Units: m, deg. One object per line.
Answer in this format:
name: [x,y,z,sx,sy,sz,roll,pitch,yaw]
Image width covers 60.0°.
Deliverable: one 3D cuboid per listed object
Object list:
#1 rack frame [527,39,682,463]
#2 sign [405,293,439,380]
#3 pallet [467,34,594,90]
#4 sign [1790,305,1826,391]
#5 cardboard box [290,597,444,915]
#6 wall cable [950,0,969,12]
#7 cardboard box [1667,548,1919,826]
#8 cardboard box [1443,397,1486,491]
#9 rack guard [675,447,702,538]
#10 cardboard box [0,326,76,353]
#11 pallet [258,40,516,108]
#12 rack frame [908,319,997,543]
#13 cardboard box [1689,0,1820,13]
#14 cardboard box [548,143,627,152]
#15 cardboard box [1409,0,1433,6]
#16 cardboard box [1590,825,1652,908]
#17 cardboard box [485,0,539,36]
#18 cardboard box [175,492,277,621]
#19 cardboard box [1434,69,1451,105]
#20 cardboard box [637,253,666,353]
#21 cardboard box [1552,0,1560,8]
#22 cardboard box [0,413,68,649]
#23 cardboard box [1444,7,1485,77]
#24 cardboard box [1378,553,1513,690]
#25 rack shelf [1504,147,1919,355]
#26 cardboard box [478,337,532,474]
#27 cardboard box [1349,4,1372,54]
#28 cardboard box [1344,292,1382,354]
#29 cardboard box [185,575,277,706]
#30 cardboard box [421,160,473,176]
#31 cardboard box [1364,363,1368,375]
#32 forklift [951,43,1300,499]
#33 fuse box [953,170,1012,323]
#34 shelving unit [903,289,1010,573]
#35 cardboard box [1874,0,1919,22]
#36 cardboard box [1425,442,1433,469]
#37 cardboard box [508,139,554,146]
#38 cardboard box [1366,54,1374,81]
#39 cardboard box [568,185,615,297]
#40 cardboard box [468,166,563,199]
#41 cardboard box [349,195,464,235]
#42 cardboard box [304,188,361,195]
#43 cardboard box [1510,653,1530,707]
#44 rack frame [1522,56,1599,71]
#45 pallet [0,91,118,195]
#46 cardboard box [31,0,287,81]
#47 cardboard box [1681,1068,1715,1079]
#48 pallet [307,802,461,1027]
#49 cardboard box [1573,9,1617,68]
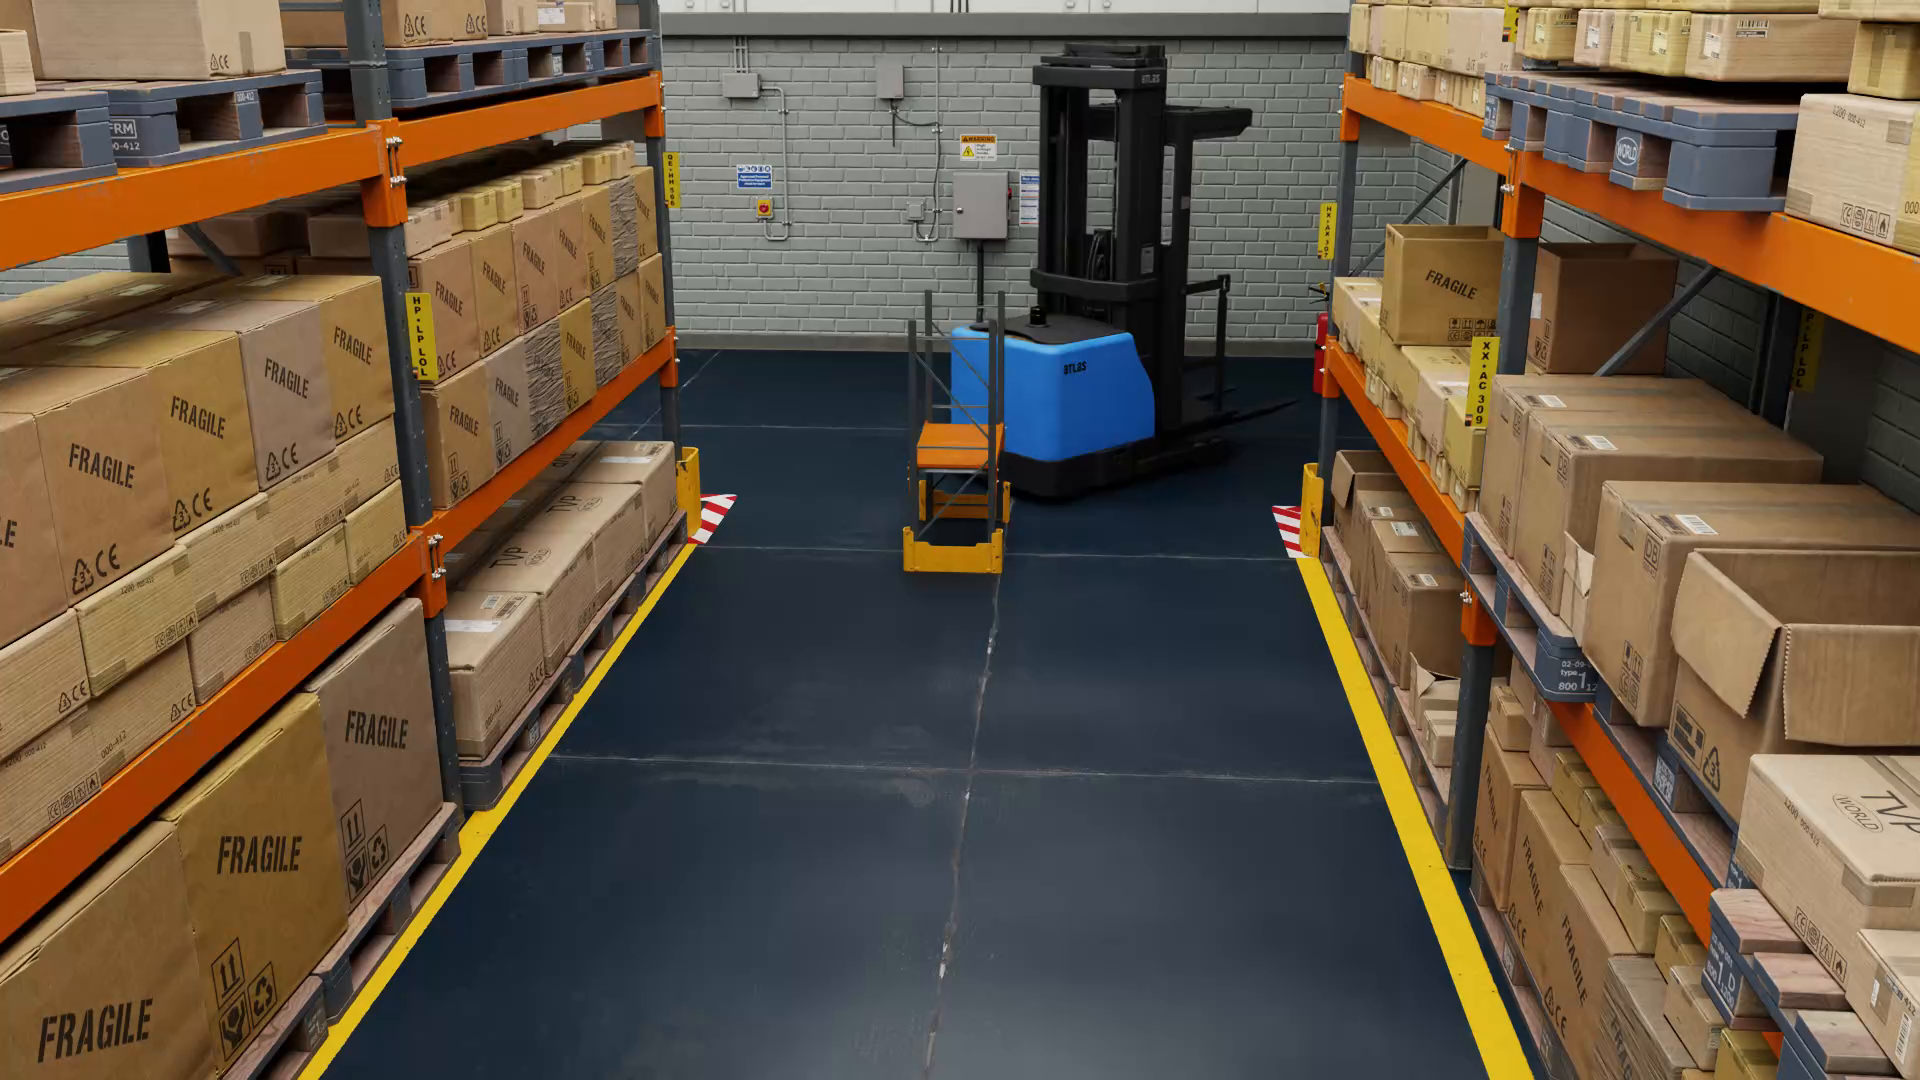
rack frame: [-2.257,-1.494,10.164,1.000,3.000,0.127,1,18,4]
sign: [-2.002,-0.755,6.177,0.100,0.325,0.005,1,18,4]
pallet: [-2.385,-2.266,7.847,1.003,0.211,1.213,1,18,4]
sign: [2.961,-0.681,5.823,0.100,0.325,0.005,1,18,4]
cardboard box: [-2.509,0.753,6.045,0.875,0.875,0.875,2,18,6]
wall cable: [1.395,-6.044,14.355,2.988,3.039,0.133,1,18,4]
cardboard box: [2.053,0.341,3.725,0.797,0.503,0.637,1,18,3]
cardboard box: [2.201,-0.375,6.514,0.500,0.250,0.500,2,18,5]
rack guard: [-2.255,-0.313,10.576,1.175,0.500,0.348,1,18,4]
cardboard box: [-2.909,-0.329,4.845,0.500,0.500,0.500,1,18,3]
pallet: [-2.475,-1.888,6.694,1.003,0.211,1.213,1,18,4]
rack frame: [-0.043,-0.528,9.627,0.500,1.500,0.032,1,18,4]
cardboard box: [1.897,-1.274,3.766,0.380,0.149,0.250,1,18,4]
cardboard box: [-2.077,-2.129,9.296,0.380,0.149,0.250,2,18,5]
cardboard box: [2.308,-2.512,7.416,0.500,0.250,0.500,2,18,5]
cardboard box: [2.105,0.974,4.932,0.380,0.149,0.250,1,18,4]
cardboard box: [-2.414,-2.660,8.215,0.500,0.311,0.500,2,18,5]
cardboard box: [-2.393,0.041,4.918,0.500,0.250,0.500,2,18,5]
cardboard box: [2.269,-1.962,7.180,0.380,0.149,0.250,1,18,4]
cardboard box: [-2.028,-1.385,9.673,0.500,0.500,0.500,1,18,4]
cardboard box: [2.000,-1.669,4.972,0.380,0.149,0.250,2,18,5]
cardboard box: [-2.473,0.006,3.821,0.500,0.500,0.500,2,18,5]
cardboard box: [2.219,-1.954,6.516,0.500,0.250,0.500,1,18,2]
cardboard box: [2.381,0.379,7.788,0.700,0.500,0.500,1,18,2]
rack shelf: [2.264,-0.604,3.787,1.077,0.370,4.000,1,18,4]
cardboard box: [-2.209,-0.595,7.261,0.500,0.500,0.500,1,18,4]
cardboard box: [2.390,-2.748,8.937,0.500,0.250,0.500,1,18,3]
cardboard box: [2.357,-1.163,8.917,0.500,0.250,0.500,1,18,5]
cardboard box: [-2.417,0.279,4.994,0.500,0.250,0.500,1,18,2]
cardboard box: [-2.666,-1.818,8.345,0.380,0.149,0.250,1,18,4]
cardboard box: [2.361,-0.929,8.845,0.380,0.149,0.250,2,18,6]
forklift: [1.343,-2.039,11.940,3.031,2.935,1.130,-16,24,-41]
fuse box: [0.209,-2.541,15.429,0.539,1.711,0.414,1,18,4]
shelving unit: [-0.005,-0.689,10.117,0.587,1.500,1.083,1,18,4]
cardboard box: [1.927,-1.022,3.031,0.380,0.149,0.250,1,18,3]
cardboard box: [2.216,-0.370,7.140,0.380,0.149,0.250,2,18,5]
cardboard box: [-2.559,-2.220,9.574,0.380,0.149,0.250,2,18,5]
cardboard box: [2.439,-2.596,9.115,0.380,0.149,0.250,2,18,5]
cardboard box: [-2.101,-1.545,8.554,0.500,0.500,0.500,1,18,4]
cardboard box: [-2.157,-1.730,8.077,0.380,0.149,0.250,2,18,6]
cardboard box: [-2.284,-1.335,6.871,0.380,0.149,0.250,1,18,3]
cardboard box: [-2.684,-1.421,7.133,0.380,0.149,0.250,1,18,3]
cardboard box: [2.177,0.504,5.889,0.380,0.149,0.250,1,18,3]
rack frame: [2.407,-2.993,5.104,1.000,3.000,0.127,1,18,4]
pallet: [-2.760,-0.893,3.818,1.003,0.211,1.213,2,18,6]
cardboard box: [-2.398,-1.556,5.004,0.500,0.311,0.500,1,18,4]
cardboard box: [2.018,1.635,3.956,0.500,0.500,0.500,2,18,6]
pallet: [-2.524,1.315,6.070,1.003,0.211,1.213,1,18,4]
cardboard box: [1.912,-1.374,4.549,0.380,0.149,0.250,2,18,5]
